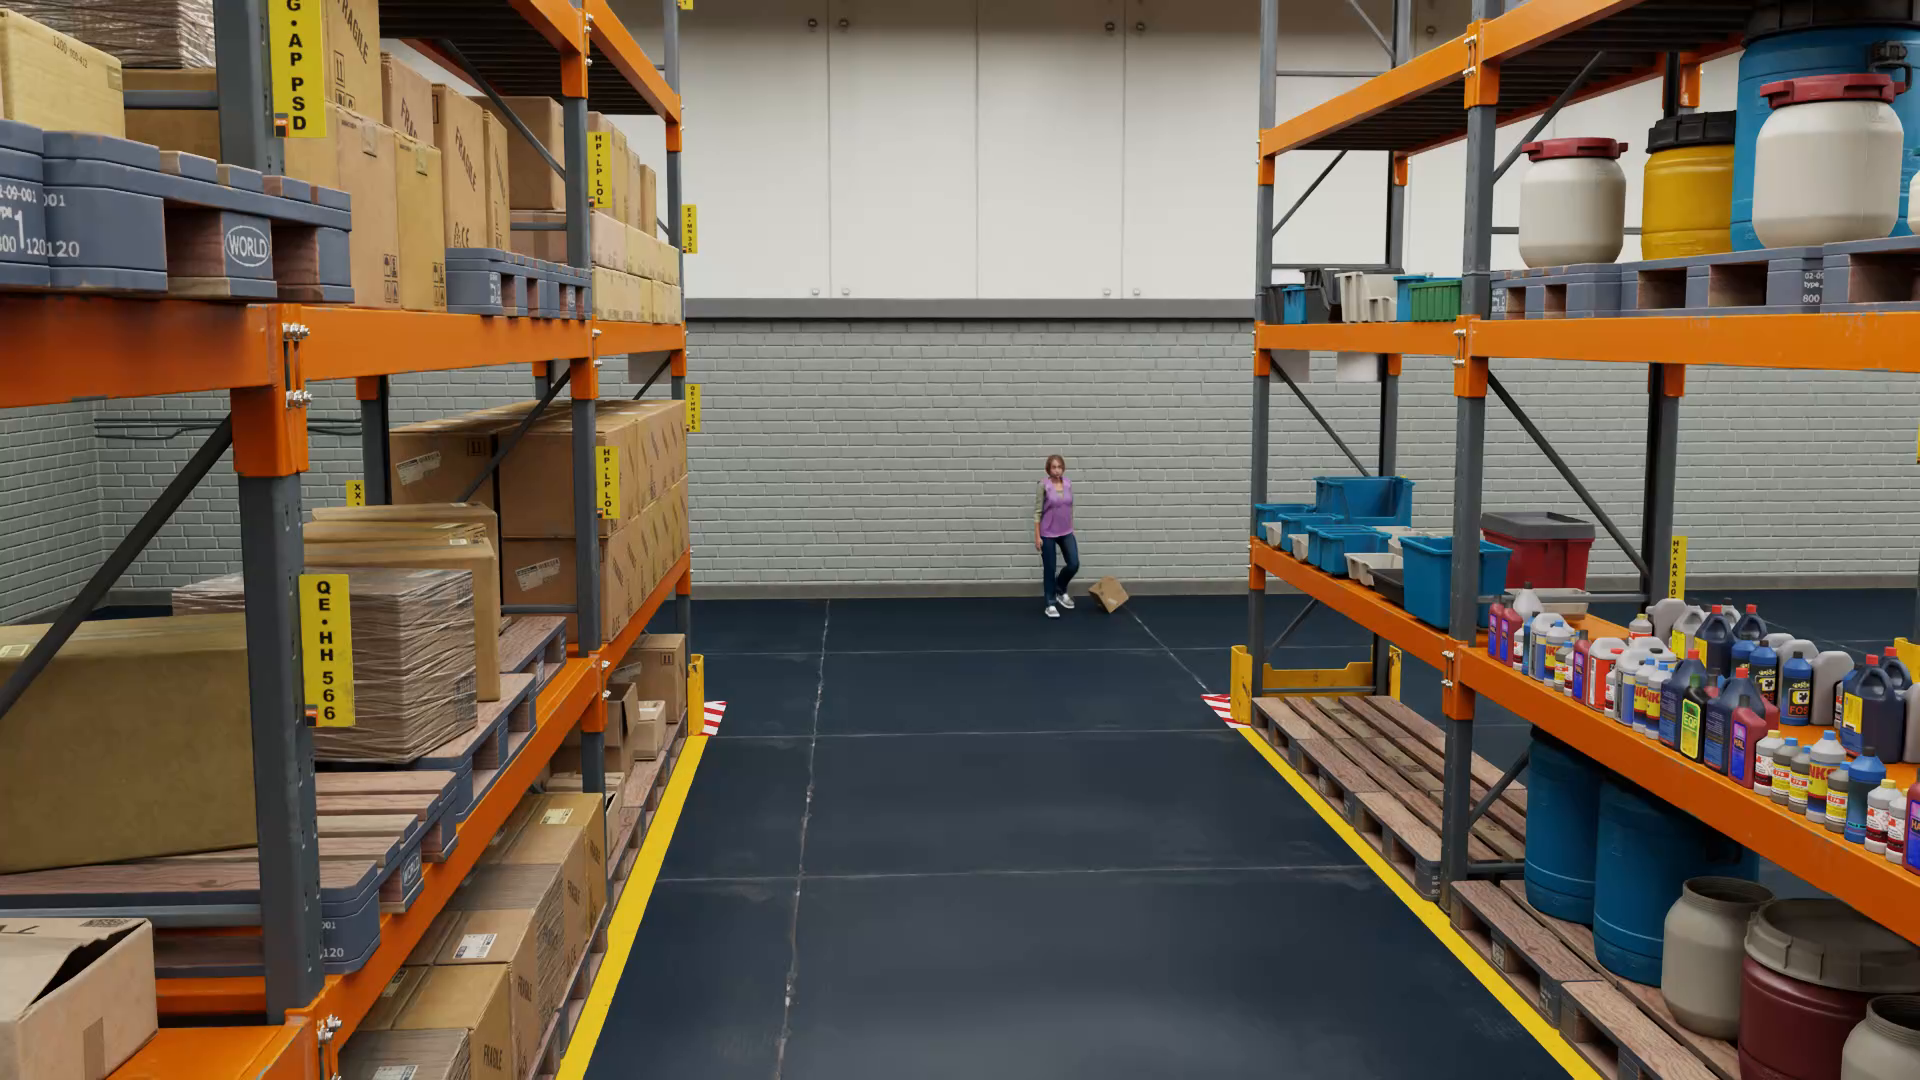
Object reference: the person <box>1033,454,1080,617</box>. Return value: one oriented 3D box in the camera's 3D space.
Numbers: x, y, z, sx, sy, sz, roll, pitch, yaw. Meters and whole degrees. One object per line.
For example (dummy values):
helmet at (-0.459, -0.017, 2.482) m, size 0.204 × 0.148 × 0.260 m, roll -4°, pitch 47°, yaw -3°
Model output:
person at (0.917, -0.028, 16.046) m, size 0.465 × 1.558 × 0.421 m, roll -2°, pitch 7°, yaw -19°
